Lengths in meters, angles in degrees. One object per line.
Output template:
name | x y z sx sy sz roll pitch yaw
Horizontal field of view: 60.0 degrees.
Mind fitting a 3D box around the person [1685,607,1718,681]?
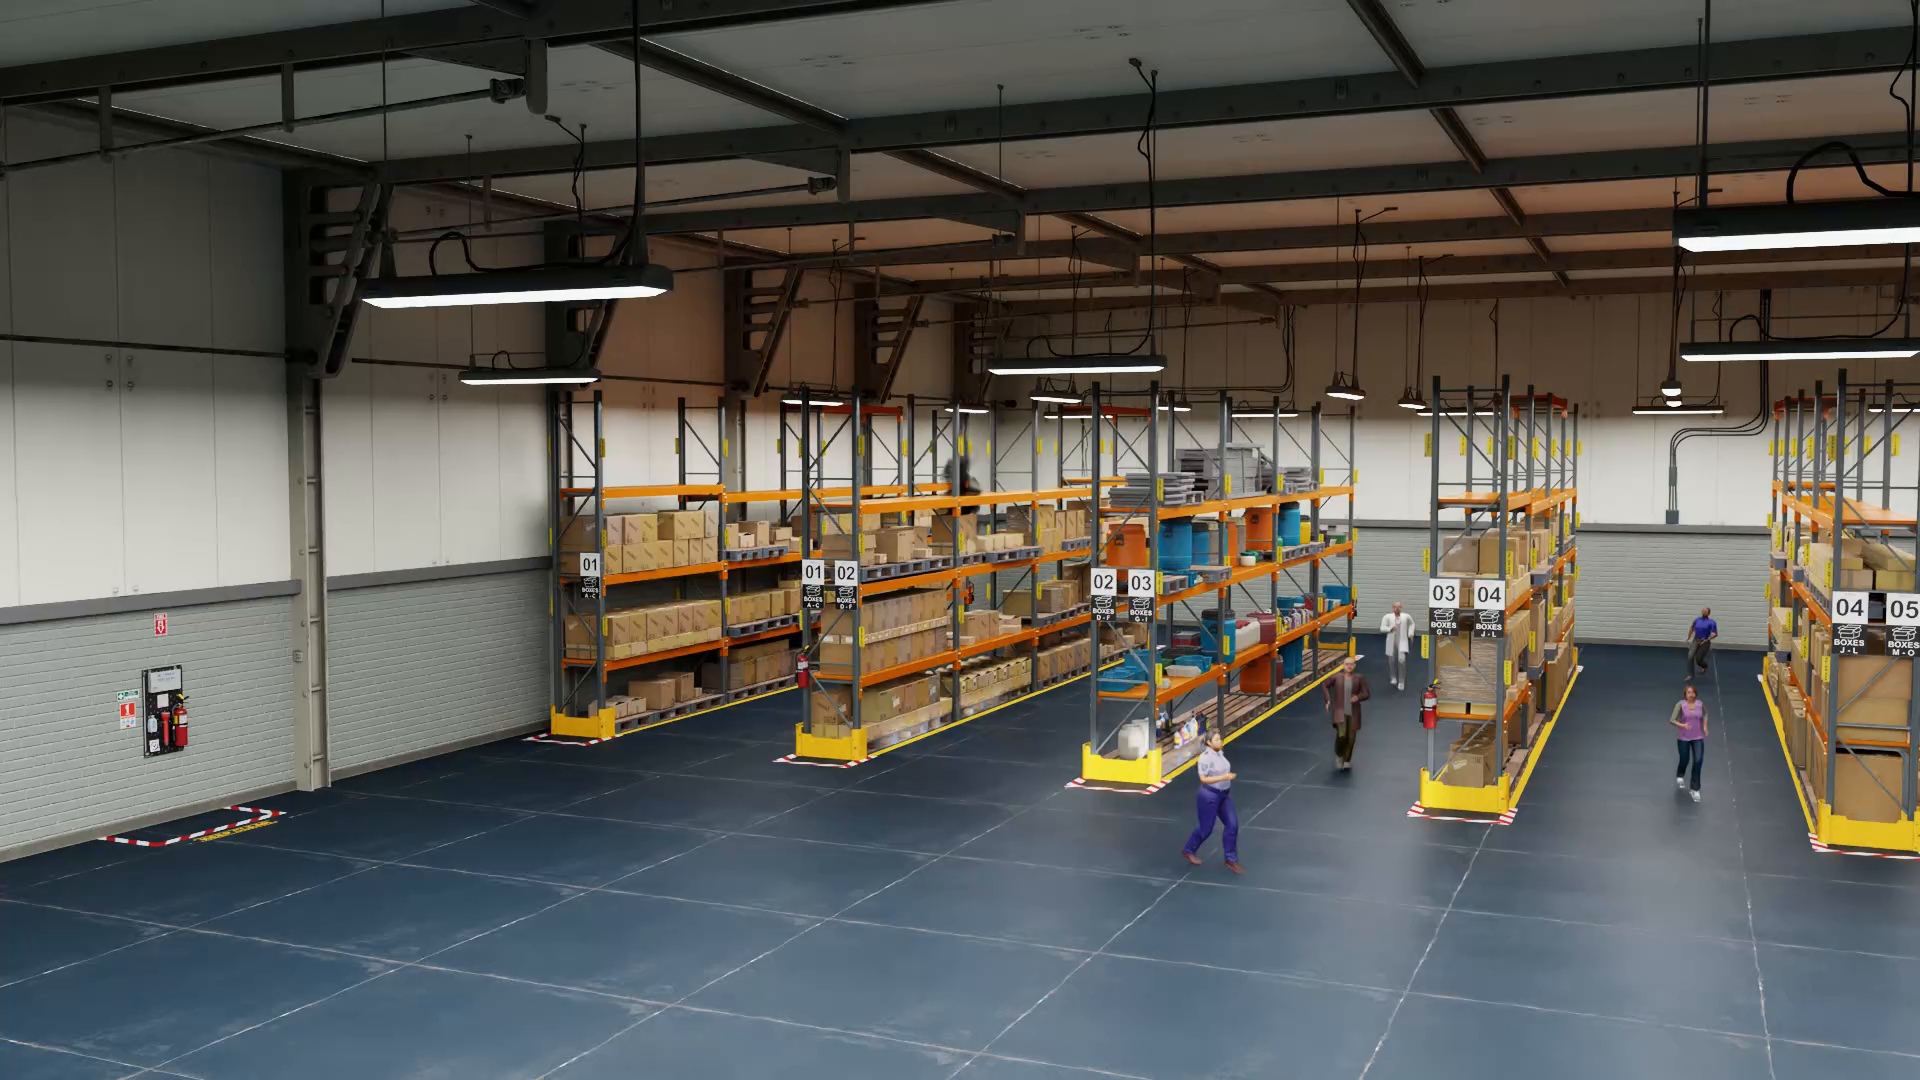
person | 16.008 2.235 35.839 0.701 1.610 0.618 -3 4 -41

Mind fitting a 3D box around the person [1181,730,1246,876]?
person | 2.990 3.084 19.632 0.793 1.687 0.596 3 4 43

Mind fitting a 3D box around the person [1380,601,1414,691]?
person | 9.113 2.202 34.674 0.673 1.850 0.845 1 3 17

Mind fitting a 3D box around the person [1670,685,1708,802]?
person | 10.478 2.885 23.882 0.550 1.600 0.860 1 3 13

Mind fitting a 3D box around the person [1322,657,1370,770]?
person | 5.990 2.691 25.750 0.697 1.746 0.676 0 3 5
